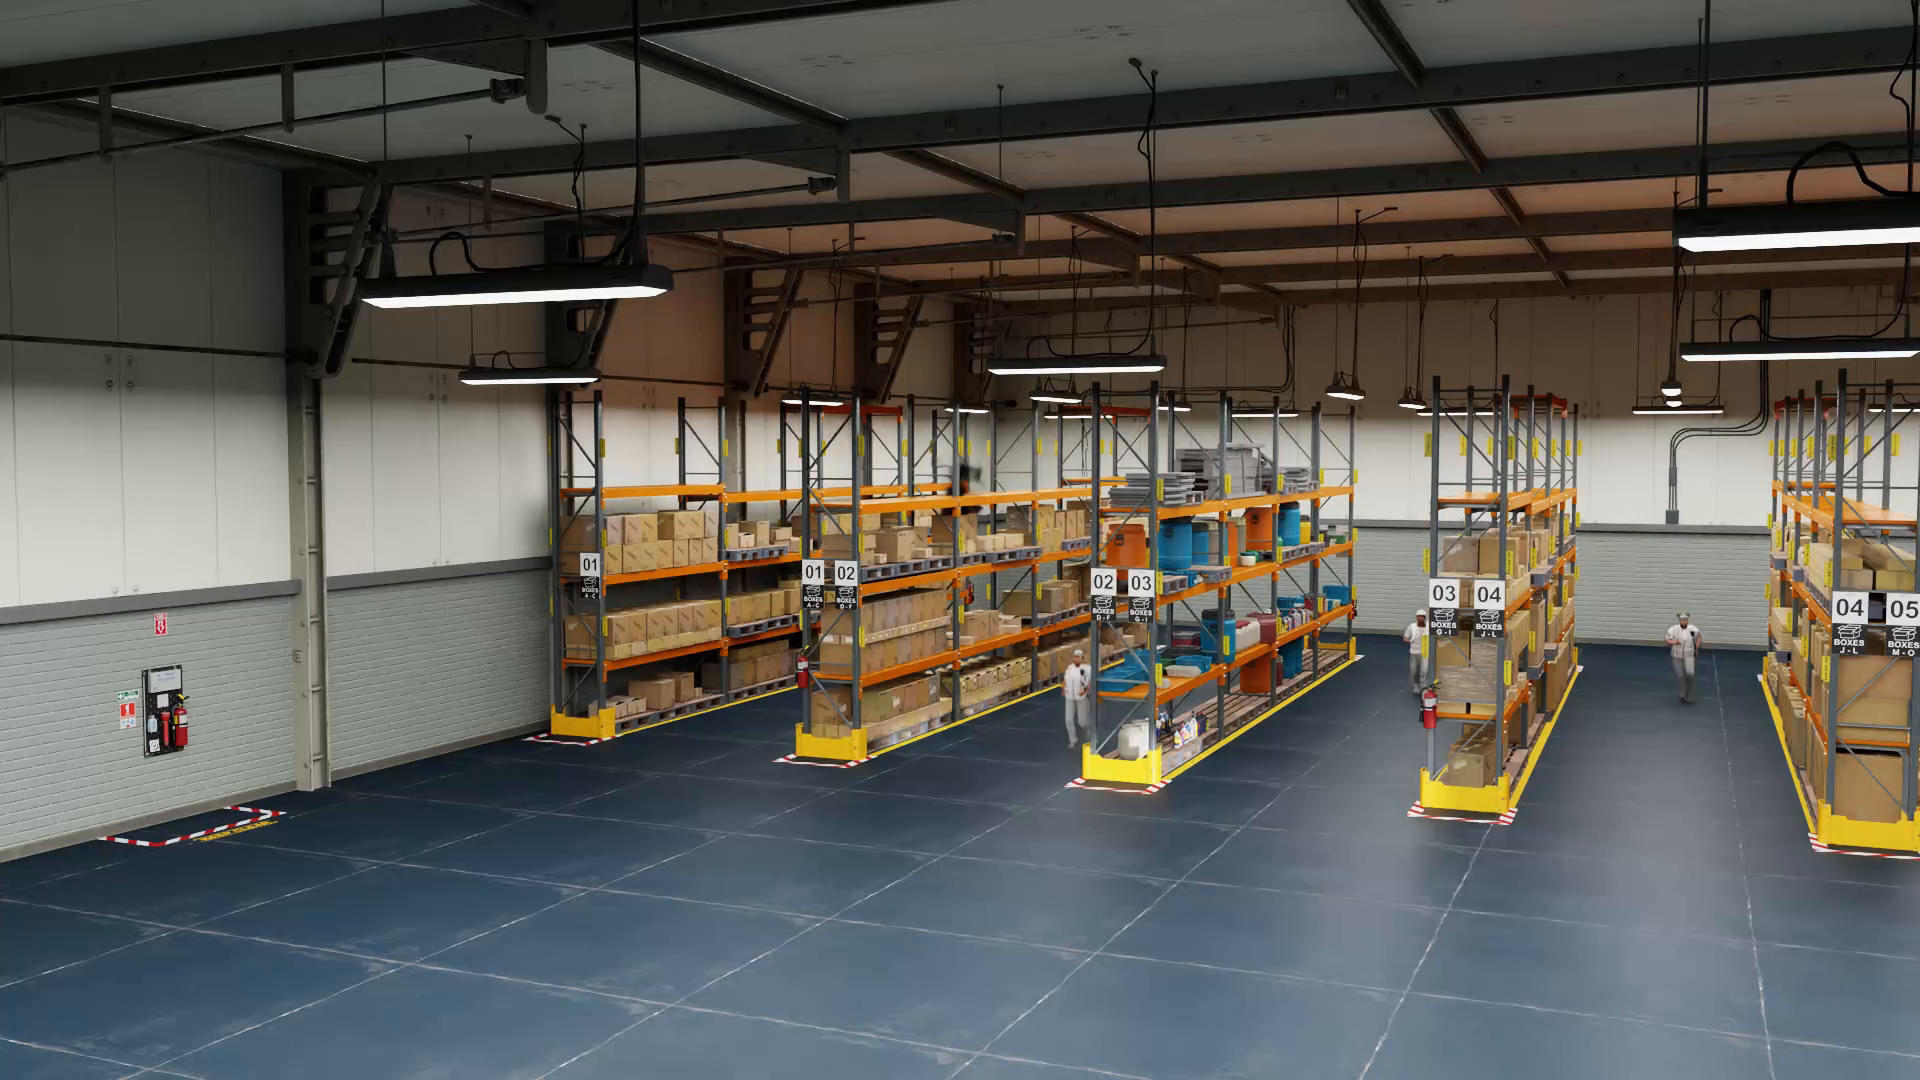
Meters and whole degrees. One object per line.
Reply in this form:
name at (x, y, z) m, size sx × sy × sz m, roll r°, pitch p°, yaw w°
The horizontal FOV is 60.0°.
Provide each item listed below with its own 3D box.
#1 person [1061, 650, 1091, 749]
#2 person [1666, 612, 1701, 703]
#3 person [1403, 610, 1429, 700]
person at (1.960, 2.628, 27.614) m, size 0.611 × 1.618 × 0.652 m, roll 2°, pitch 4°, yaw 26°
person at (14.305, 2.319, 32.902) m, size 0.641 × 1.812 × 0.790 m, roll 1°, pitch 3°, yaw 24°
person at (9.171, 2.267, 33.086) m, size 0.696 × 1.761 × 0.991 m, roll 1°, pitch 3°, yaw 18°
